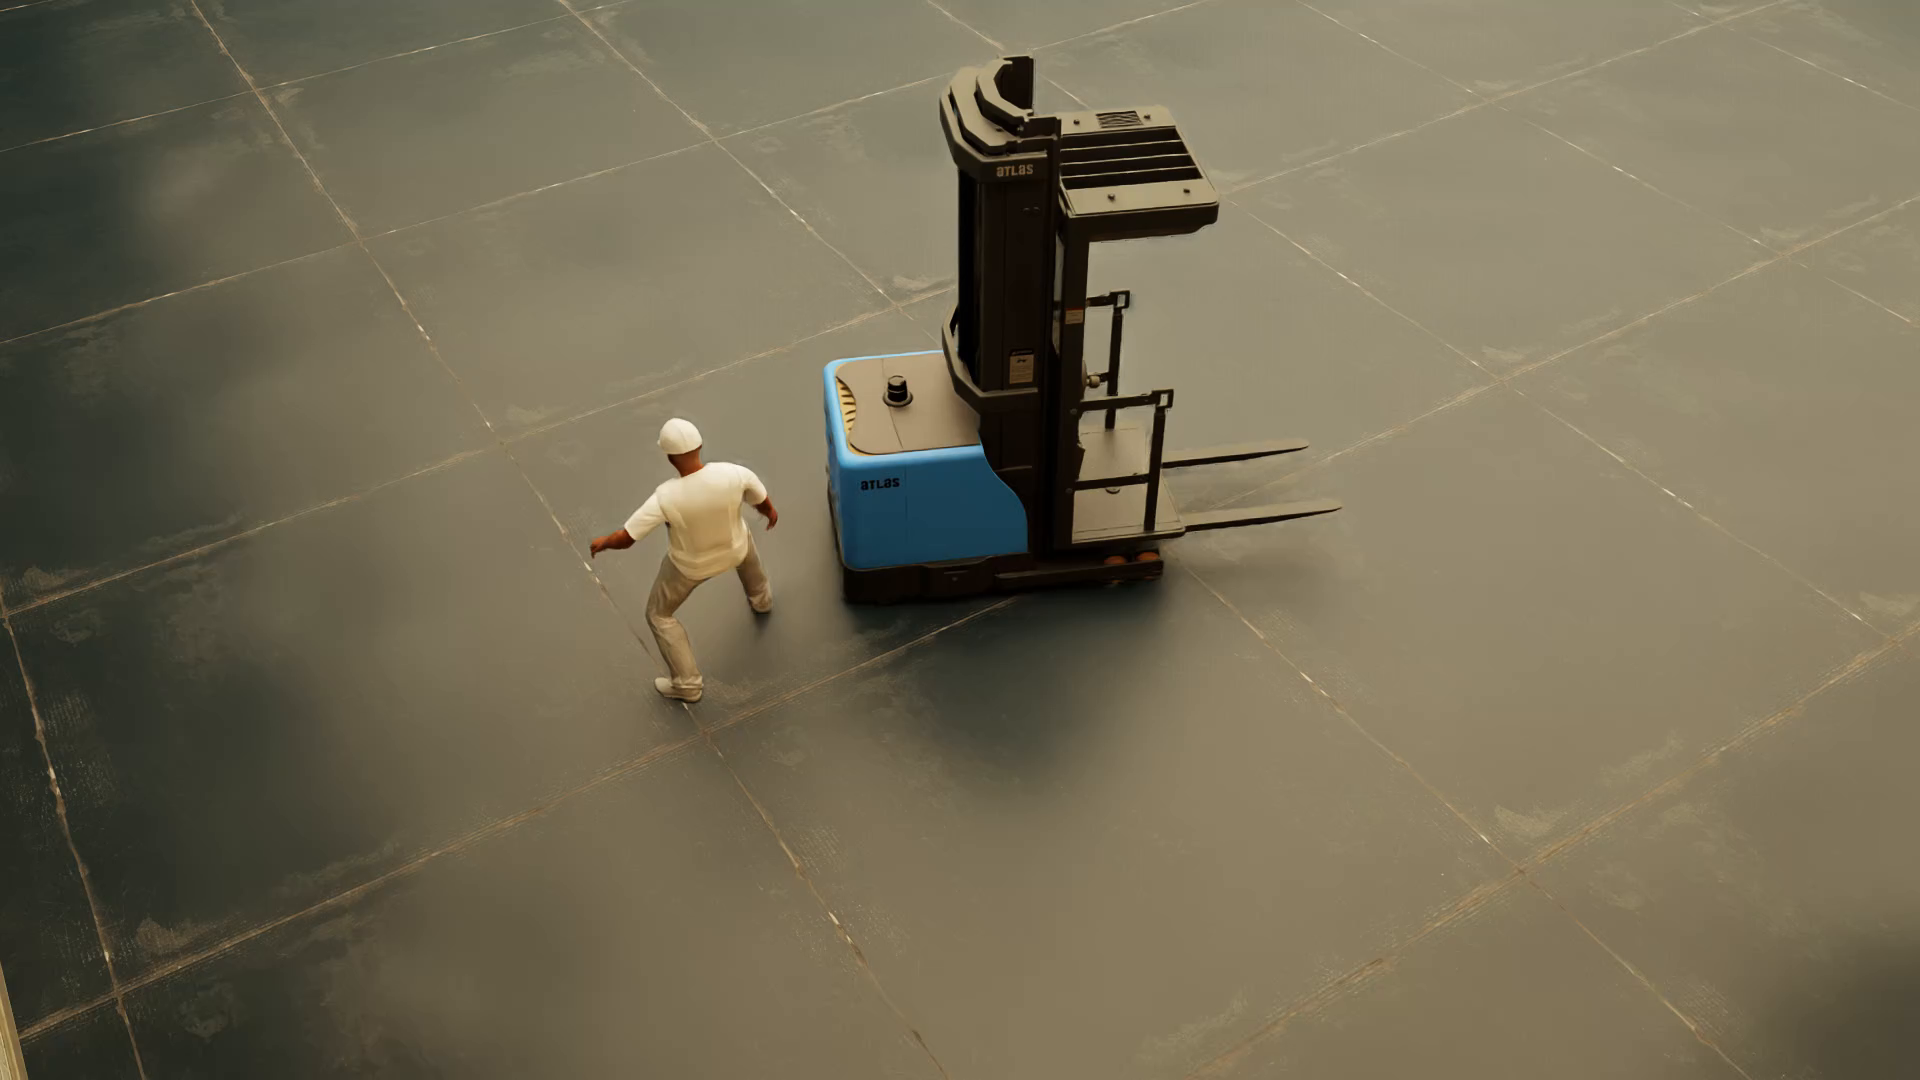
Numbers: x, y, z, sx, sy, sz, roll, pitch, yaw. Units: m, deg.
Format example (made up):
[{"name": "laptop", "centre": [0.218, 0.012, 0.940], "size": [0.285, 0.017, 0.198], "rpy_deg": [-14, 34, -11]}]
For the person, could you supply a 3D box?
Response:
[{"name": "person", "centre": [-1.422, 0.018, 8.872], "size": [1.020, 1.628, 0.720], "rpy_deg": [-19, 45, -21]}]

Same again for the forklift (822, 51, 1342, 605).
[{"name": "forklift", "centre": [0.750, -1.187, 9.229], "size": [3.031, 2.935, 1.130], "rpy_deg": [-6, 42, -7]}]
